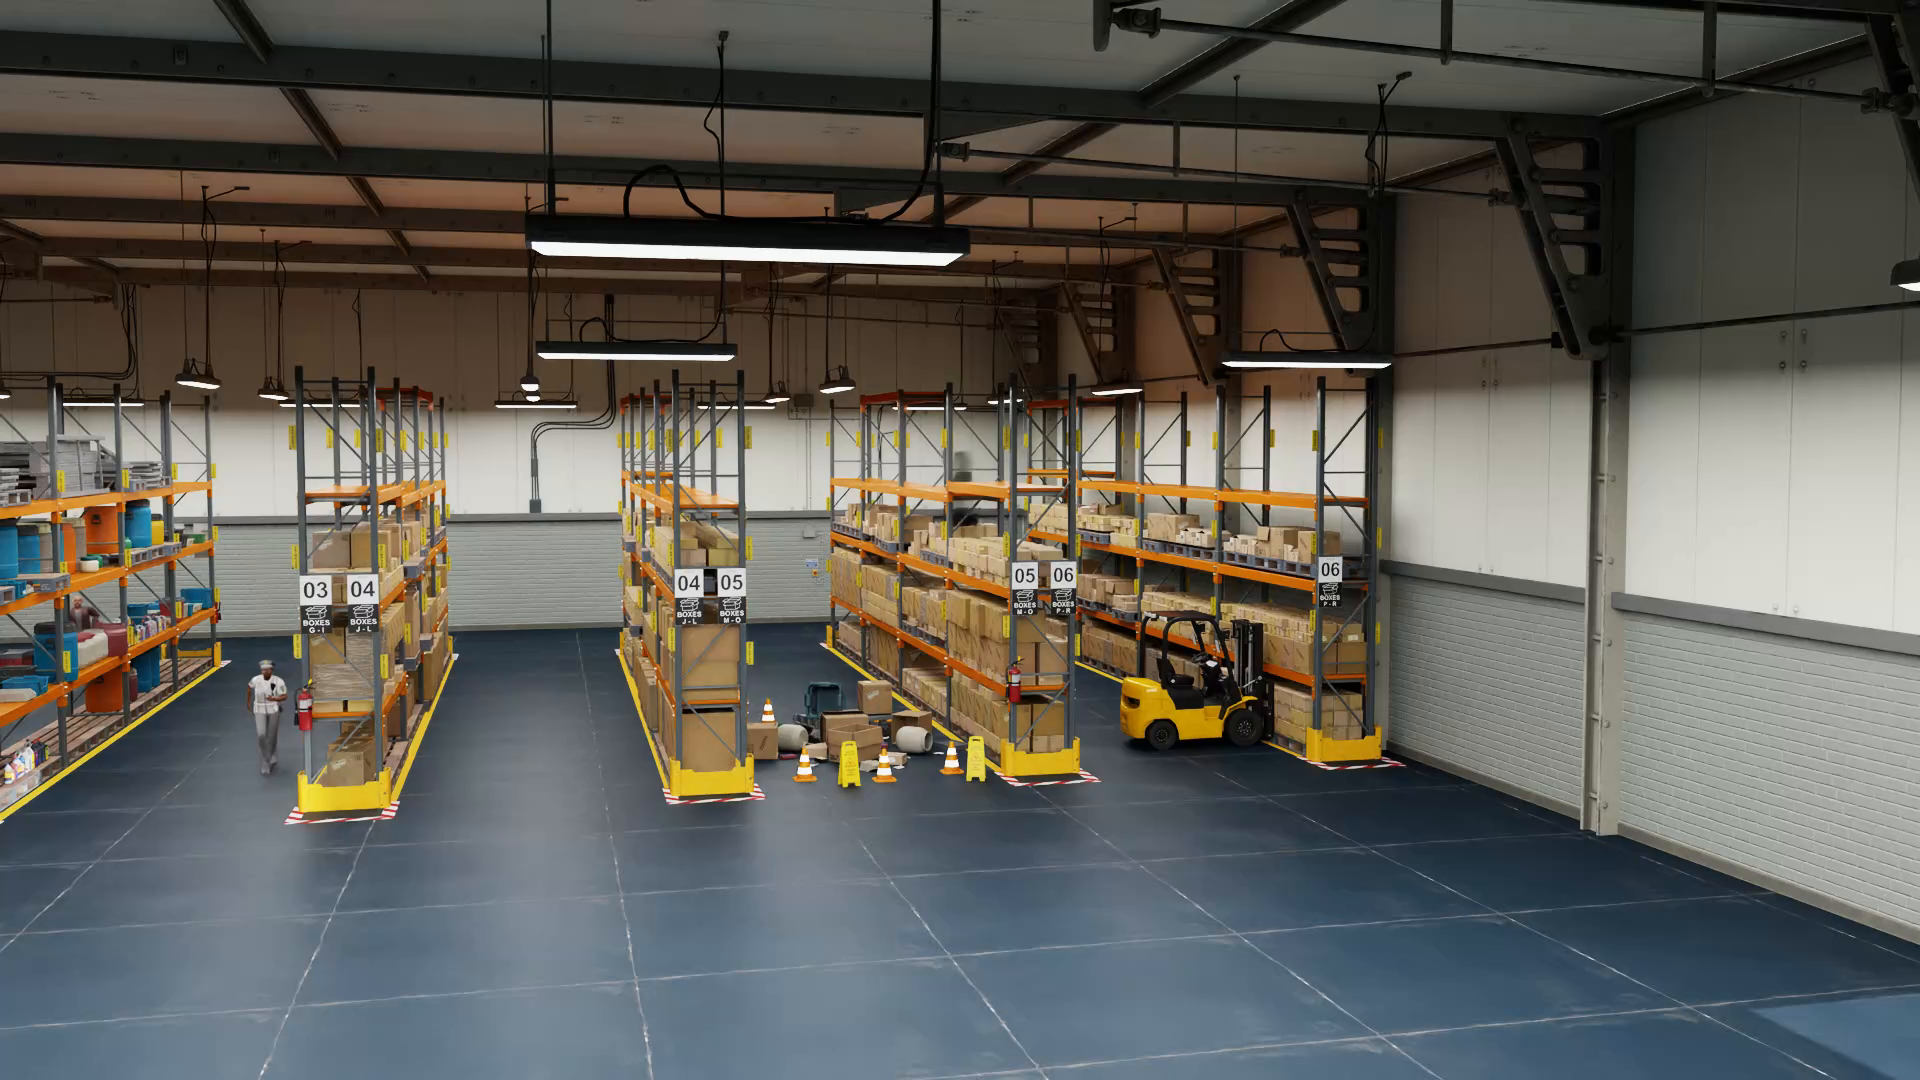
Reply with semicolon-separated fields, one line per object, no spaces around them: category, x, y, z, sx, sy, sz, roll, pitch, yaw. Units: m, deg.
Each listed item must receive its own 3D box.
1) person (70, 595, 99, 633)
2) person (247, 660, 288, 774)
person;-18.390;2.157;34.759;0.664;1.631;0.821;-1;4;-17
person;-10.536;2.659;25.304;0.600;1.726;0.836;-1;4;-16
